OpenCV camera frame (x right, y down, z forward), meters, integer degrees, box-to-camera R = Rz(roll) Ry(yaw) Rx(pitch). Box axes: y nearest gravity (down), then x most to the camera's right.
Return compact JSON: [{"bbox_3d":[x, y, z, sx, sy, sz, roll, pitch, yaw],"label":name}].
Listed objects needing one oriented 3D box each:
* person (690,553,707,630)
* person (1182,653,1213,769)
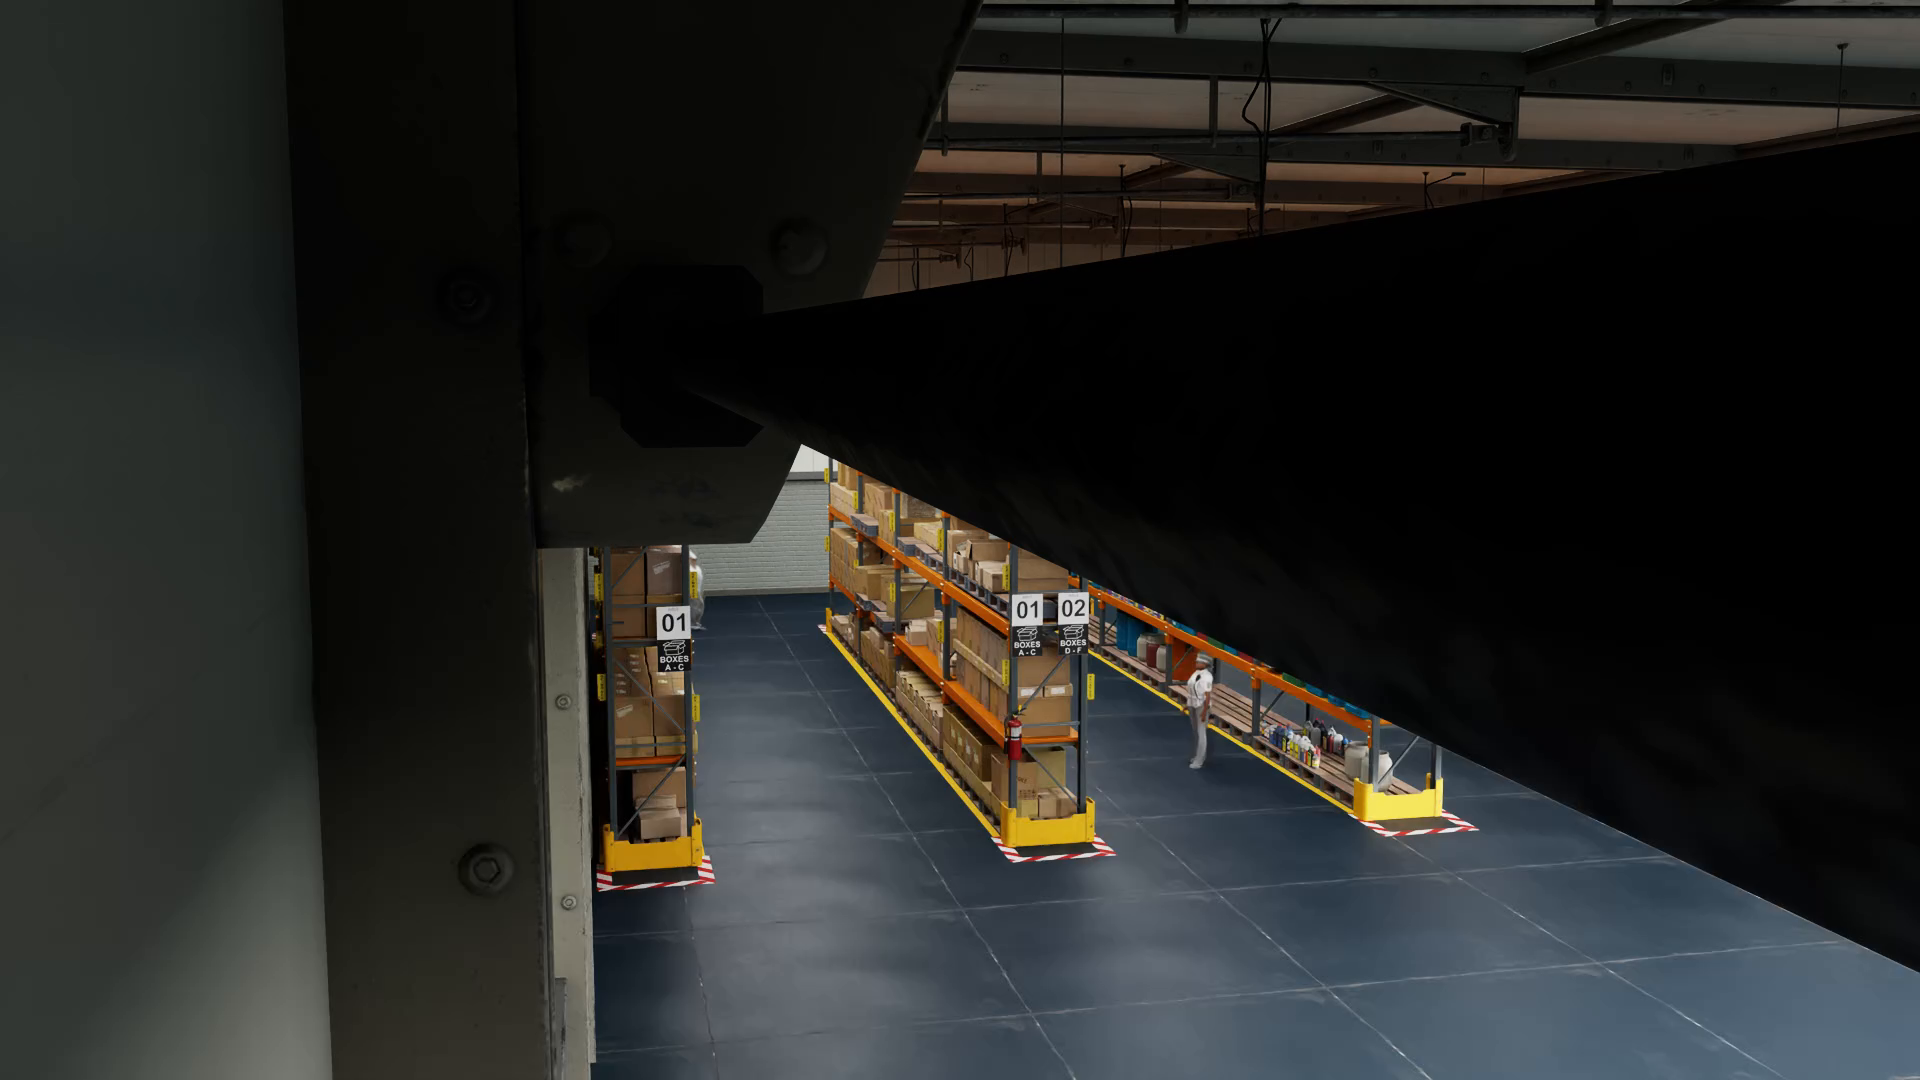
[{"bbox_3d":[-5.837,1.154,36.397,0.412,1.747,0.678,1,7,10],"label":"person"},{"bbox_3d":[3.551,2.541,24.961,0.522,1.707,0.470,-5,8,-34],"label":"person"}]
